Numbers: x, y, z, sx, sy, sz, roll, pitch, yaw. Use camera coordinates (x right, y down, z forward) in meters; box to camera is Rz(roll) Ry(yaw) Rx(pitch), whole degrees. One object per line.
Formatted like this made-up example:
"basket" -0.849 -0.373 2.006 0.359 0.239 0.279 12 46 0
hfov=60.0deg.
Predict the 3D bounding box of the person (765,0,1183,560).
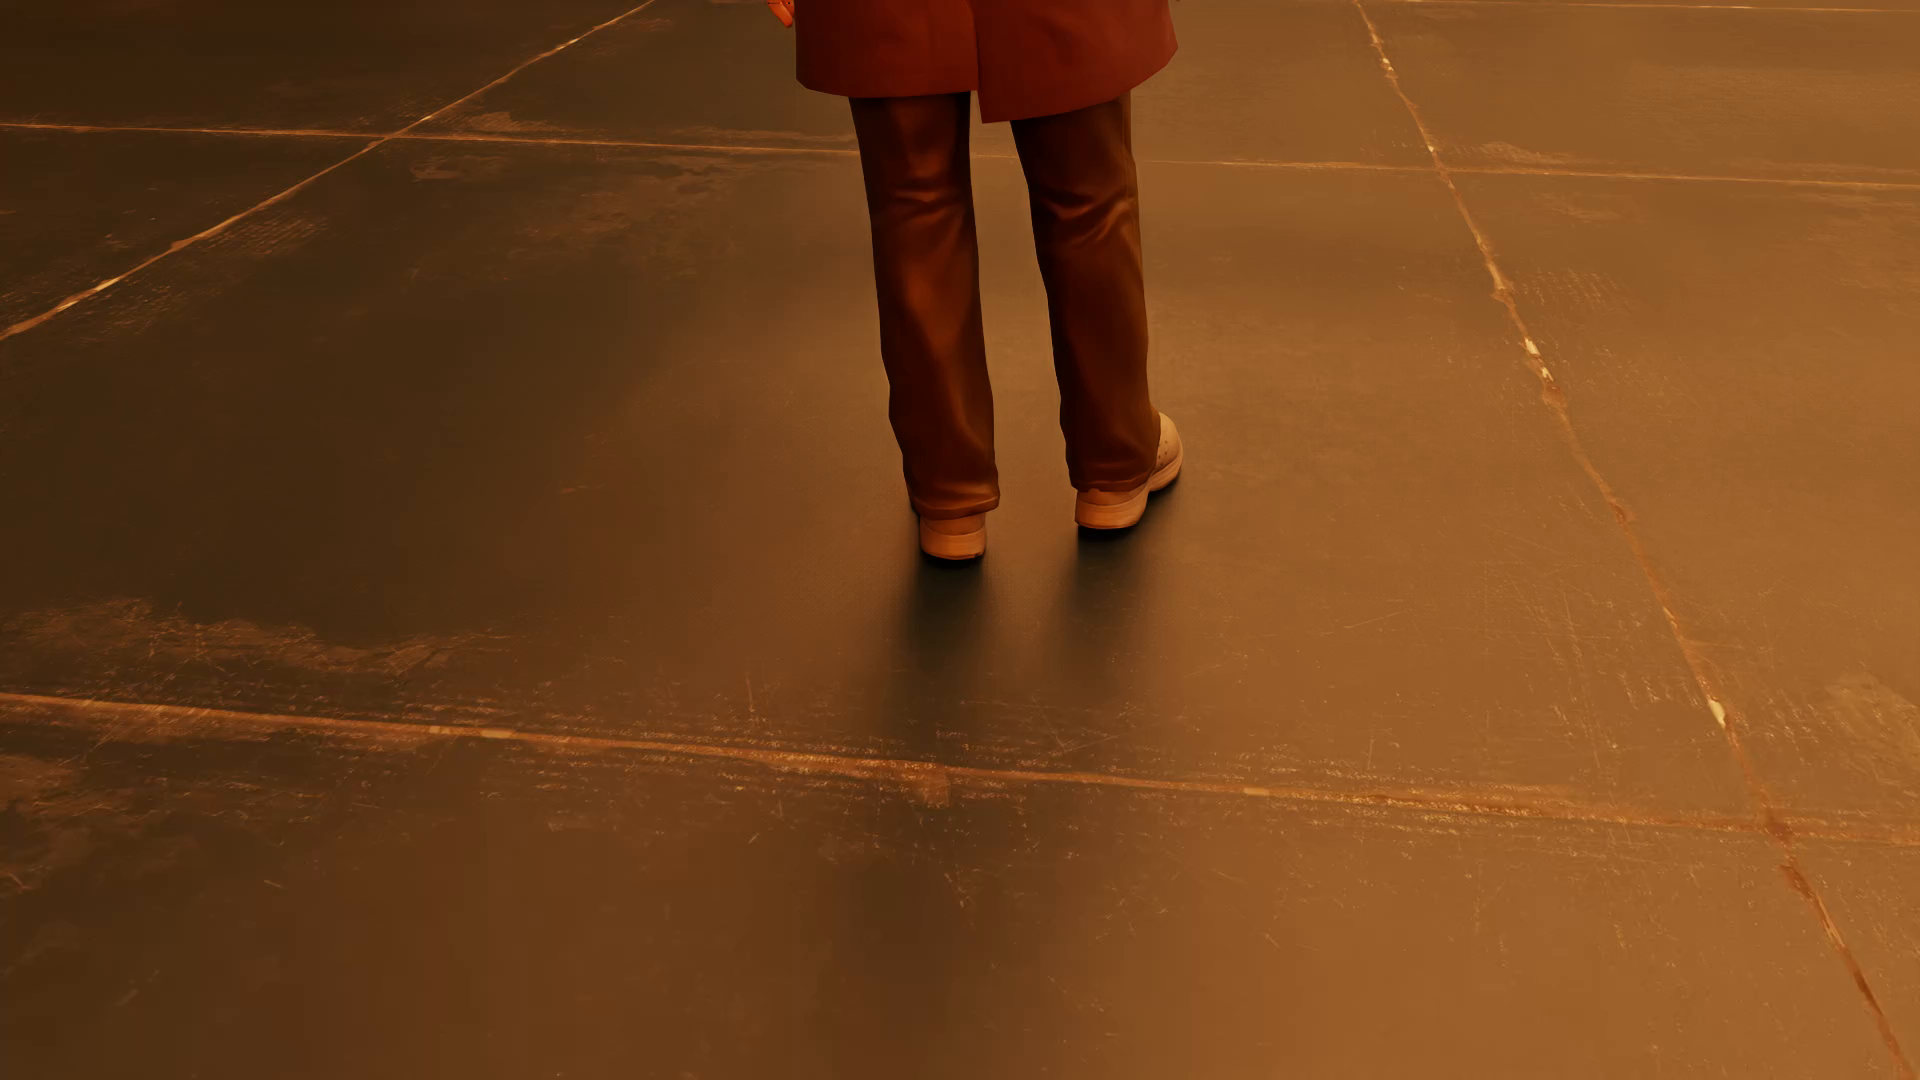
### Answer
"person" 0.016 -0.842 2.181 0.696 1.777 0.579 3 27 7
